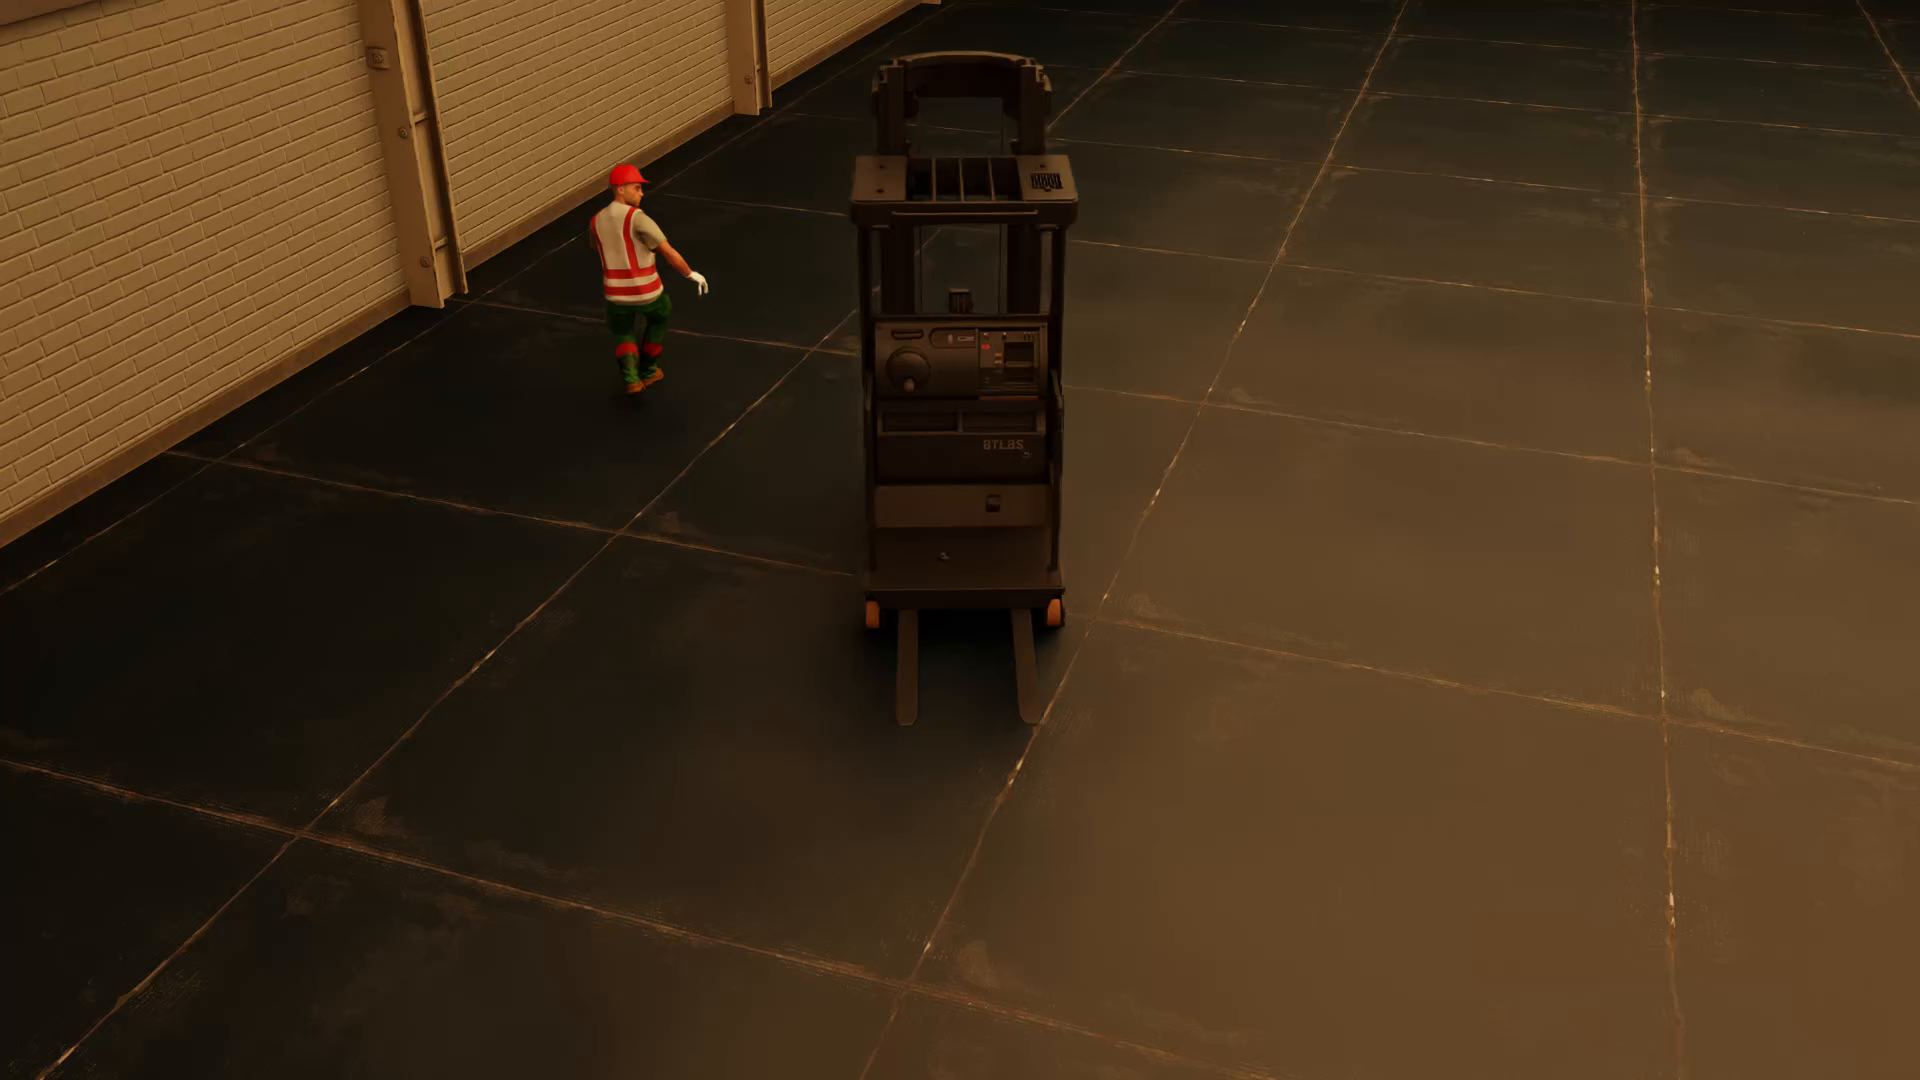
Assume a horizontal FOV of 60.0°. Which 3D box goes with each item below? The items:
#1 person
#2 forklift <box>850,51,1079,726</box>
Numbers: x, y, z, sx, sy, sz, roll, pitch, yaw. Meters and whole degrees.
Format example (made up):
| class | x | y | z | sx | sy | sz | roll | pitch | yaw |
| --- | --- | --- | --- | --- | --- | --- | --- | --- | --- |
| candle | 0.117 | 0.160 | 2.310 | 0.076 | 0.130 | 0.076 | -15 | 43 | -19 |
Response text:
| class | x | y | z | sx | sy | sz | roll | pitch | yaw |
| --- | --- | --- | --- | --- | --- | --- | --- | --- | --- |
| person | -2.160 | -1.811 | 11.616 | 0.895 | 1.644 | 0.852 | 6 | 30 | 10 |
| forklift | 0.014 | -0.935 | 8.777 | 1.130 | 2.935 | 3.031 | 0 | 30 | -1 |
